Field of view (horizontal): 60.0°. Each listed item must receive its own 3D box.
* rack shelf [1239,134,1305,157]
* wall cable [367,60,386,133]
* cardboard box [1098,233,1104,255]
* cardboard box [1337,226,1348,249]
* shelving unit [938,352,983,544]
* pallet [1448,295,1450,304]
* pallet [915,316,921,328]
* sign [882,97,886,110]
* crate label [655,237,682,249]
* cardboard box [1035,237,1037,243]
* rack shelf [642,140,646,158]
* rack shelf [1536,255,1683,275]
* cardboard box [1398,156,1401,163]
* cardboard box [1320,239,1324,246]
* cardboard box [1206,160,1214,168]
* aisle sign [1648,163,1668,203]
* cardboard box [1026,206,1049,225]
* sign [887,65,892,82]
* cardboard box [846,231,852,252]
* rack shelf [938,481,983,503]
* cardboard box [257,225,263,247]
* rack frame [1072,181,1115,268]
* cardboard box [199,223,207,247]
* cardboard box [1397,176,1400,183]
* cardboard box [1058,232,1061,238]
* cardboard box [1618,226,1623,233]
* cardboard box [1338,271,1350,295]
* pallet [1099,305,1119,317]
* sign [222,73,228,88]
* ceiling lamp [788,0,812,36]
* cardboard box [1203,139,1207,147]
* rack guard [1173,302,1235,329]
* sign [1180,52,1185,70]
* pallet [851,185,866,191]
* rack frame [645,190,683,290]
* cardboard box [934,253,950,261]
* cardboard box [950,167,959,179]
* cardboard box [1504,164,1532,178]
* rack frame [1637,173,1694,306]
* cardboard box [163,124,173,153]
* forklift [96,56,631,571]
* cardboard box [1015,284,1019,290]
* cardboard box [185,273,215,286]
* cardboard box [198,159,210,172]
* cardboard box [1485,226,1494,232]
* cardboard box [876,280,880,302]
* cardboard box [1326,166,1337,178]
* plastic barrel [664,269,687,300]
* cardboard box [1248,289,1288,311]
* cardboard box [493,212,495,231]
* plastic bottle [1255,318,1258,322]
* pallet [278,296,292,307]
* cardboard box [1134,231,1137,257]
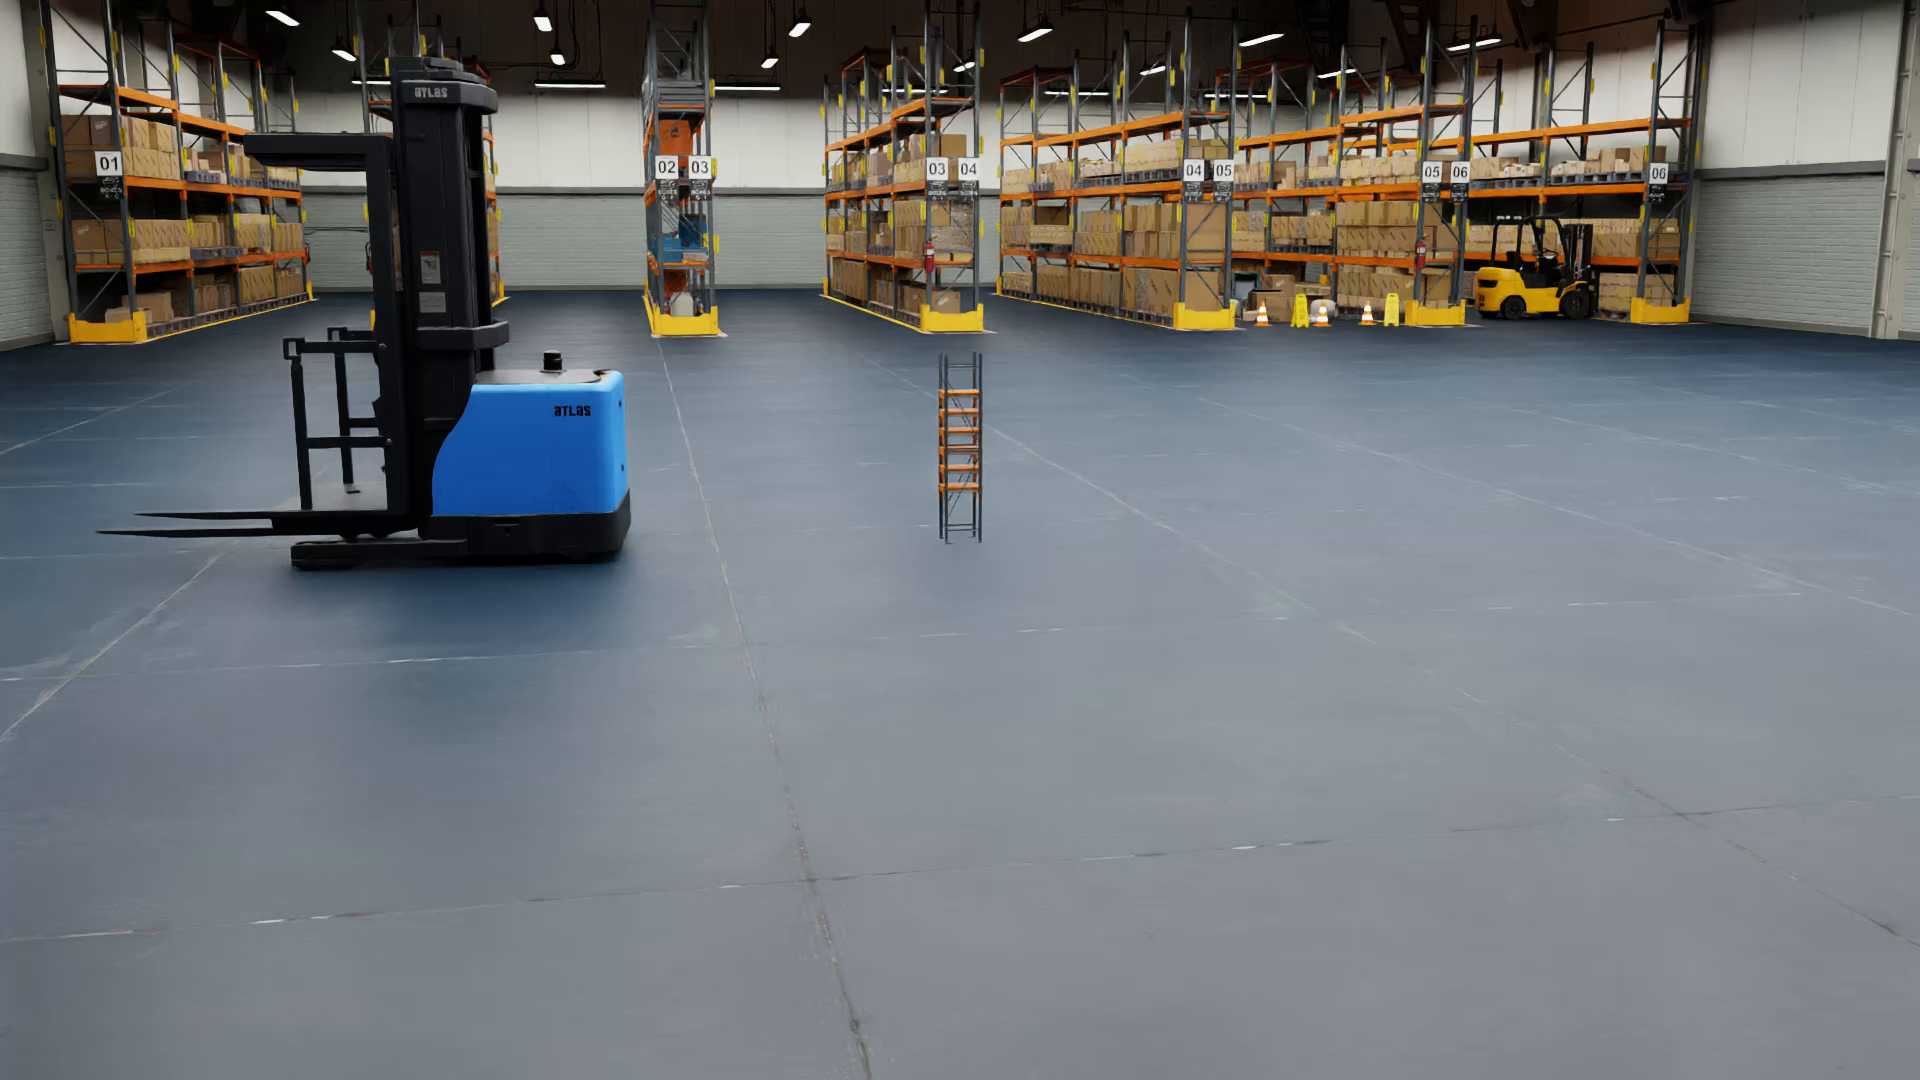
[{"bbox_3d":[7.636,-10.036,42.350,1.077,0.370,4.000,-2,11,-11],"label":"rack shelf"},{"bbox_3d":[-15.924,-12.890,49.148,3.097,2.526,0.112,-2,11,-11],"label":"wall cable"},{"bbox_3d":[3.407,-6.660,37.398,0.500,0.500,0.500,-2,11,-10],"label":"cardboard box"},{"bbox_3d":[8.615,-6.642,36.510,0.500,0.500,0.500,-2,11,-11],"label":"cardboard box"},{"bbox_3d":[0.003,-0.587,10.570,0.258,1.200,0.189,-2,11,-11],"label":"shelving unit"},{"bbox_3d":[12.785,-6.221,42.818,1.003,0.211,1.213,-2,11,-11],"label":"pallet"},{"bbox_3d":[-0.278,-4.238,32.400,1.003,0.211,1.213,-2,11,-11],"label":"pallet"},{"bbox_3d":[-1.944,-11.112,42.300,0.100,0.325,0.005,-2,11,-11],"label":"sign"},{"bbox_3d":[-5.622,-5.609,32.049,0.502,0.435,0.616,-2,11,-11],"label":"crate label"},{"bbox_3d":[2.141,-7.704,42.699,0.380,0.149,0.250,-2,11,-11],"label":"cardboard box"},{"bbox_3d":[-7.721,-10.229,43.365,1.077,0.370,4.000,-2,11,-11],"label":"rack shelf"},{"bbox_3d":[14.060,-5.999,36.117,1.077,0.370,4.000,-2,11,-11],"label":"rack shelf"},{"bbox_3d":[9.147,-7.741,33.861,0.380,0.149,0.250,-2,11,-11],"label":"cardboard box"},{"bbox_3d":[8.398,-6.754,37.709,0.380,0.149,0.250,-2,11,-13],"label":"cardboard box"},{"bbox_3d":[4.993,-7.286,32.213,0.380,0.149,0.250,-2,11,-11],"label":"cardboard box"},{"bbox_3d":[14.174,-7.240,33.760,0.394,0.787,0.004,-2,11,-11],"label":"aisle sign"},{"bbox_3d":[2.054,-8.570,43.961,0.500,0.500,0.500,-3,11,-13],"label":"cardboard box"},{"bbox_3d":[-1.461,-9.640,34.356,0.100,0.325,0.005,-2,11,-11],"label":"sign"},{"bbox_3d":[-2.630,-7.601,42.340,0.500,0.500,0.500,-2,11,-11],"label":"cardboard box"},{"bbox_3d":[0.003,-0.307,10.624,0.258,0.103,0.180,-2,11,-11],"label":"rack shelf"},{"bbox_3d":[-16.515,-7.048,38.590,0.500,0.500,0.500,-2,11,-11],"label":"cardboard box"},{"bbox_3d":[3.189,-7.073,39.836,1.000,3.000,0.127,-2,11,-11],"label":"rack frame"},{"bbox_3d":[-15.820,-6.219,33.907,0.700,0.500,0.500,-1,11,-3],"label":"cardboard box"},{"bbox_3d":[9.154,-7.353,33.956,0.380,0.149,0.250,-2,11,-11],"label":"cardboard box"},{"bbox_3d":[2.593,-7.425,40.438,0.380,0.149,0.250,-2,11,-9],"label":"cardboard box"},{"bbox_3d":[14.038,-6.502,34.835,0.380,0.149,0.250,-2,11,-10],"label":"cardboard box"},{"bbox_3d":[8.653,-5.644,36.552,0.500,0.500,0.500,-2,11,-8],"label":"cardboard box"},{"bbox_3d":[3.743,-5.108,36.971,1.003,0.211,1.213,-2,11,-11],"label":"pallet"},{"bbox_3d":[-15.742,-9.837,35.604,0.100,0.325,0.005,-2,11,-11],"label":"sign"},{"bbox_3d":[-3.005,-11.889,33.483,0.800,3.185,2.000,-2,11,-11],"label":"ceiling lamp"},{"bbox_3d":[4.945,-7.722,32.371,0.380,0.149,0.250,-2,11,-11],"label":"cardboard box"},{"bbox_3d":[4.750,-4.374,32.338,1.175,0.500,0.348,-2,11,-11],"label":"rack guard"},{"bbox_3d":[4.210,-9.034,31.381,0.100,0.325,0.005,-2,11,-11],"label":"sign"},{"bbox_3d":[-2.247,-8.858,41.703,0.805,0.209,1.217,-3,11,-13],"label":"pallet"},{"bbox_3d":[-8.110,-8.198,45.748,1.000,3.000,0.127,-2,11,-11],"label":"rack frame"},{"bbox_3d":[-0.398,-5.365,31.535,0.380,0.149,0.250,-2,11,-11],"label":"cardboard box"},{"bbox_3d":[0.020,-6.942,31.524,0.500,0.250,0.500,-2,11,-9],"label":"cardboard box"},{"bbox_3d":[13.142,-8.669,39.046,0.500,0.311,0.500,-3,11,-13],"label":"cardboard box"},{"bbox_3d":[14.449,-5.986,34.122,1.000,3.000,0.127,-2,11,-11],"label":"rack frame"},{"bbox_3d":[-15.013,-7.478,30.947,0.500,0.500,0.500,-2,11,-8],"label":"cardboard box"},{"bbox_3d":[-3.607,-1.363,10.019,3.031,2.935,1.130,-1,11,-6],"label":"forklift"},{"bbox_3d":[1.735,-6.955,45.718,0.380,0.149,0.250,-2,11,-11],"label":"cardboard box"},{"bbox_3d":[-16.032,-5.490,35.024,0.500,0.250,0.500,-2,11,-10],"label":"cardboard box"},{"bbox_3d":[-16.111,-7.664,34.588,0.797,0.503,0.637,-1,11,-3],"label":"cardboard box"},{"bbox_3d":[12.928,-7.515,40.156,0.380,0.149,0.250,-2,11,-10],"label":"cardboard box"},{"bbox_3d":[-1.546,-5.777,38.536,0.700,0.500,0.500,-3,11,-14],"label":"cardboard box"},{"bbox_3d":[8.547,-8.246,37.254,0.500,0.250,0.500,-2,11,-12],"label":"cardboard box"},{"bbox_3d":[-6.666,-5.960,38.671,0.600,0.830,0.708,-2,11,-11],"label":"plastic barrel"},{"bbox_3d":[6.566,-5.046,35.499,0.797,0.637,0.503,-2,11,-11],"label":"cardboard box"},{"bbox_3d":[-12.409,-8.300,43.341,0.500,0.500,0.500,-2,11,-9],"label":"cardboard box"},{"bbox_3d":[6.214,-4.566,34.525,0.133,0.061,0.283,-6,13,-31],"label":"plastic bottle"},{"bbox_3d":[-17.121,-5.877,41.009,1.003,0.211,1.213,-2,11,-11],"label":"pallet"},{"bbox_3d":[4.180,-6.246,35.089,0.875,0.550,0.550,-2,11,-11],"label":"cardboard box"}]
